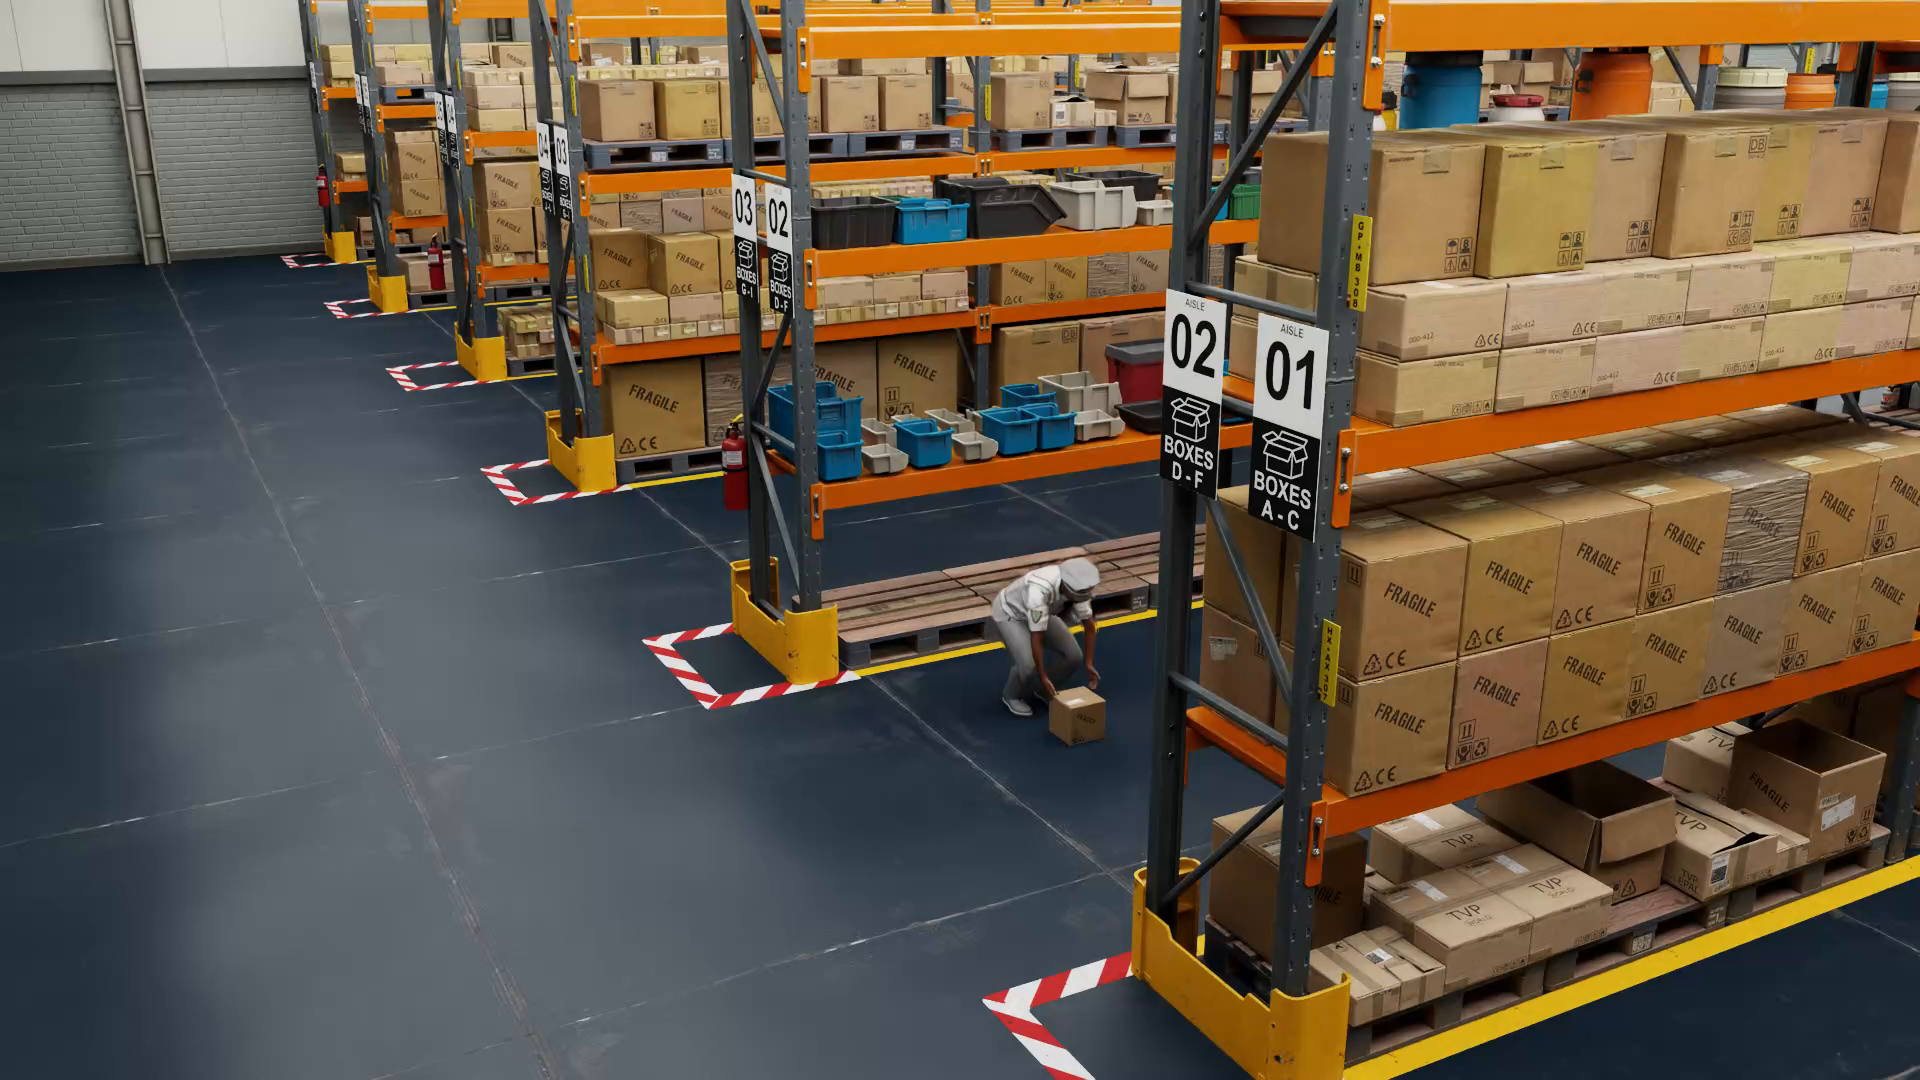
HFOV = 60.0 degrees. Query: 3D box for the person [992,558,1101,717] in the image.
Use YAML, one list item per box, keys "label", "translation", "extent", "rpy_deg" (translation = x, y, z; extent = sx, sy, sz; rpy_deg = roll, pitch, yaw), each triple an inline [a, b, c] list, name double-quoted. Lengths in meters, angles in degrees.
- label: "person"
  translation: [0.551, 0.573, 10.361]
  extent: [0.494, 1.083, 0.835]
  rpy_deg: [-10, 21, -27]
